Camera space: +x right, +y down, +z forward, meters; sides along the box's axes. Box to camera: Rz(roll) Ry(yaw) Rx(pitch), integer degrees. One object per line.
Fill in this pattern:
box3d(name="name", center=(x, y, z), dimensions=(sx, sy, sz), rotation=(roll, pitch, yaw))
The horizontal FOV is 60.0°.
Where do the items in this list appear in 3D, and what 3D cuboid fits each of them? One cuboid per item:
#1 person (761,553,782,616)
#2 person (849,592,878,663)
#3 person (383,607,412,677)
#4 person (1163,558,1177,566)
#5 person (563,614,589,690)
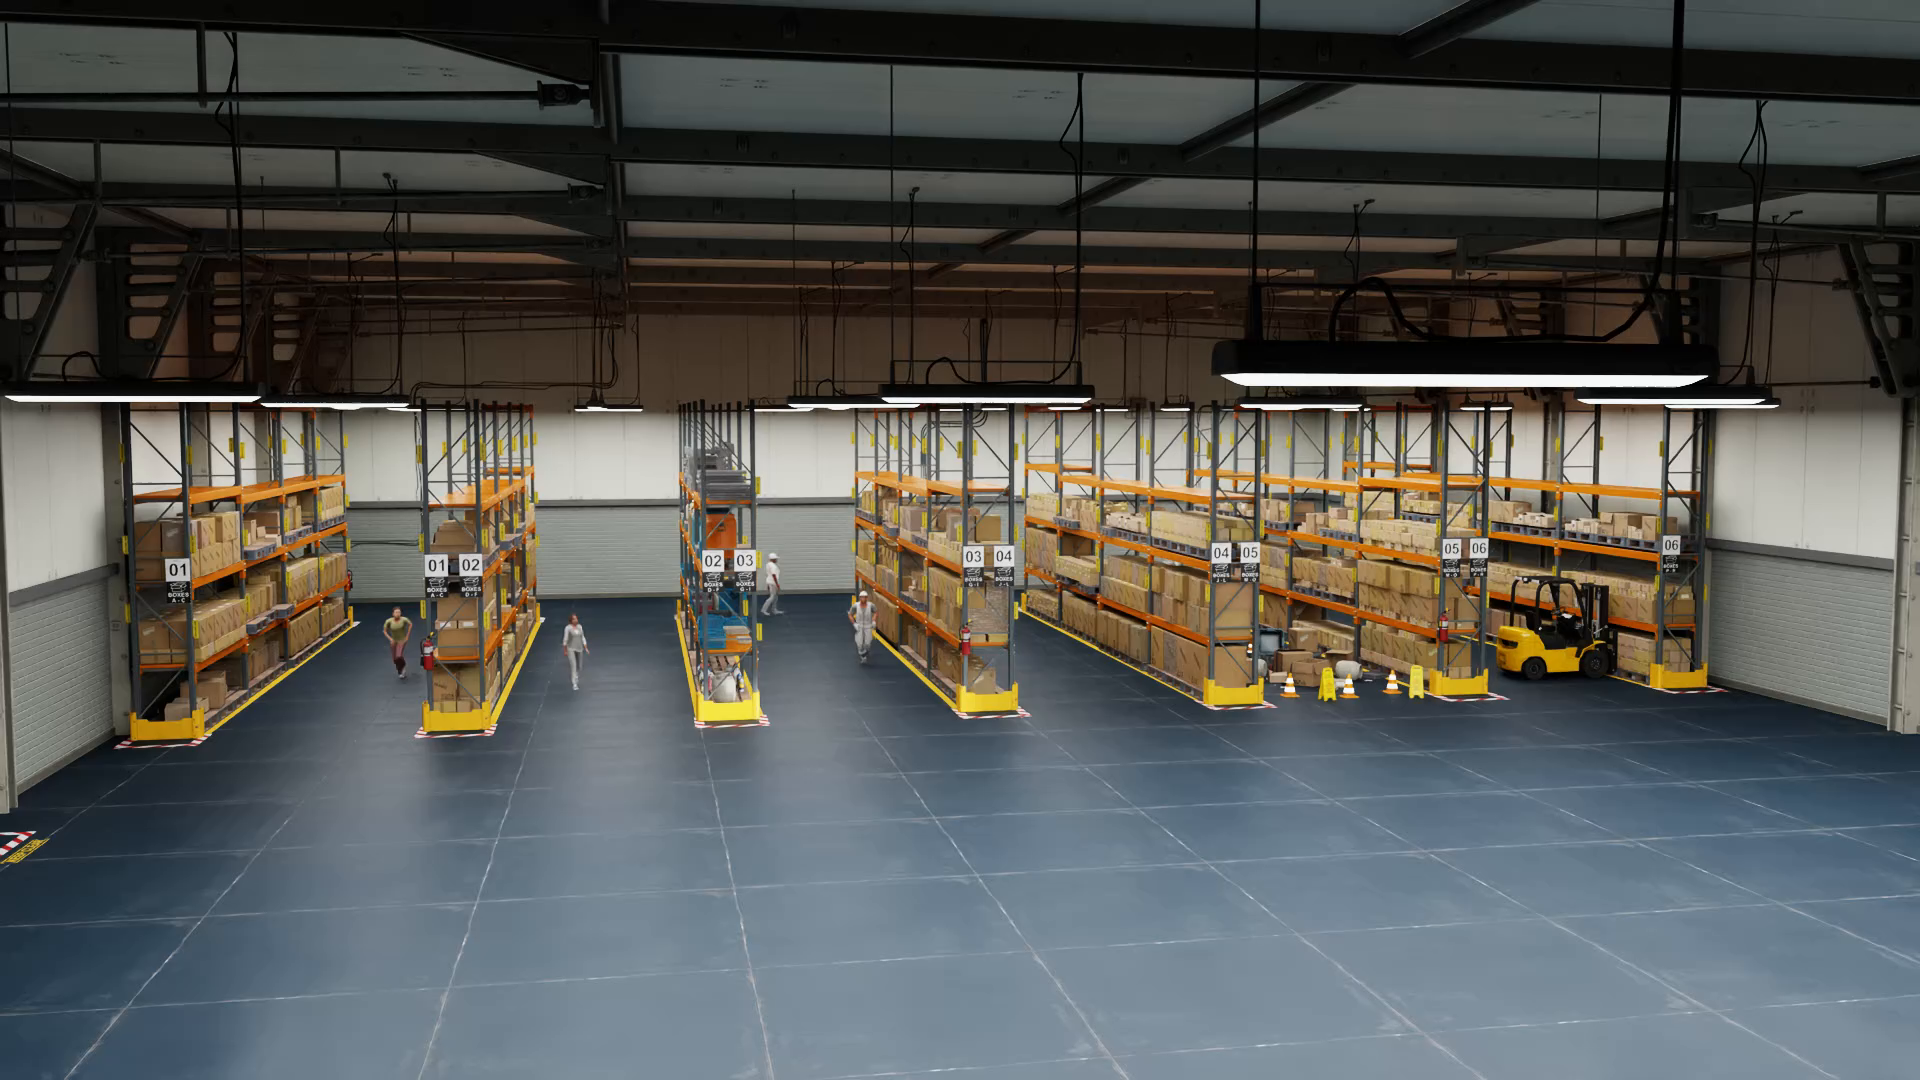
box3d(name="person", center=(-5.363, 1.260, 47.332), dimensions=(0.692, 1.762, 0.606), rotation=(-1, 5, -17))
box3d(name="person", center=(-2.218, 2.004, 38.193), dimensions=(0.673, 1.689, 0.613), rotation=(0, 4, -2))
box3d(name="person", center=(-12.184, 2.227, 36.071), dimensions=(0.527, 1.557, 0.691), rotation=(0, 4, 1))
box3d(name="person", center=(6.753, 0.855, 53.413), dimensions=(0.887, 1.647, 0.470), rotation=(-3, 5, -37))
box3d(name="person", center=(-8.045, 2.303, 34.756), dimensions=(0.487, 1.554, 0.899), rotation=(-2, 5, -27))
